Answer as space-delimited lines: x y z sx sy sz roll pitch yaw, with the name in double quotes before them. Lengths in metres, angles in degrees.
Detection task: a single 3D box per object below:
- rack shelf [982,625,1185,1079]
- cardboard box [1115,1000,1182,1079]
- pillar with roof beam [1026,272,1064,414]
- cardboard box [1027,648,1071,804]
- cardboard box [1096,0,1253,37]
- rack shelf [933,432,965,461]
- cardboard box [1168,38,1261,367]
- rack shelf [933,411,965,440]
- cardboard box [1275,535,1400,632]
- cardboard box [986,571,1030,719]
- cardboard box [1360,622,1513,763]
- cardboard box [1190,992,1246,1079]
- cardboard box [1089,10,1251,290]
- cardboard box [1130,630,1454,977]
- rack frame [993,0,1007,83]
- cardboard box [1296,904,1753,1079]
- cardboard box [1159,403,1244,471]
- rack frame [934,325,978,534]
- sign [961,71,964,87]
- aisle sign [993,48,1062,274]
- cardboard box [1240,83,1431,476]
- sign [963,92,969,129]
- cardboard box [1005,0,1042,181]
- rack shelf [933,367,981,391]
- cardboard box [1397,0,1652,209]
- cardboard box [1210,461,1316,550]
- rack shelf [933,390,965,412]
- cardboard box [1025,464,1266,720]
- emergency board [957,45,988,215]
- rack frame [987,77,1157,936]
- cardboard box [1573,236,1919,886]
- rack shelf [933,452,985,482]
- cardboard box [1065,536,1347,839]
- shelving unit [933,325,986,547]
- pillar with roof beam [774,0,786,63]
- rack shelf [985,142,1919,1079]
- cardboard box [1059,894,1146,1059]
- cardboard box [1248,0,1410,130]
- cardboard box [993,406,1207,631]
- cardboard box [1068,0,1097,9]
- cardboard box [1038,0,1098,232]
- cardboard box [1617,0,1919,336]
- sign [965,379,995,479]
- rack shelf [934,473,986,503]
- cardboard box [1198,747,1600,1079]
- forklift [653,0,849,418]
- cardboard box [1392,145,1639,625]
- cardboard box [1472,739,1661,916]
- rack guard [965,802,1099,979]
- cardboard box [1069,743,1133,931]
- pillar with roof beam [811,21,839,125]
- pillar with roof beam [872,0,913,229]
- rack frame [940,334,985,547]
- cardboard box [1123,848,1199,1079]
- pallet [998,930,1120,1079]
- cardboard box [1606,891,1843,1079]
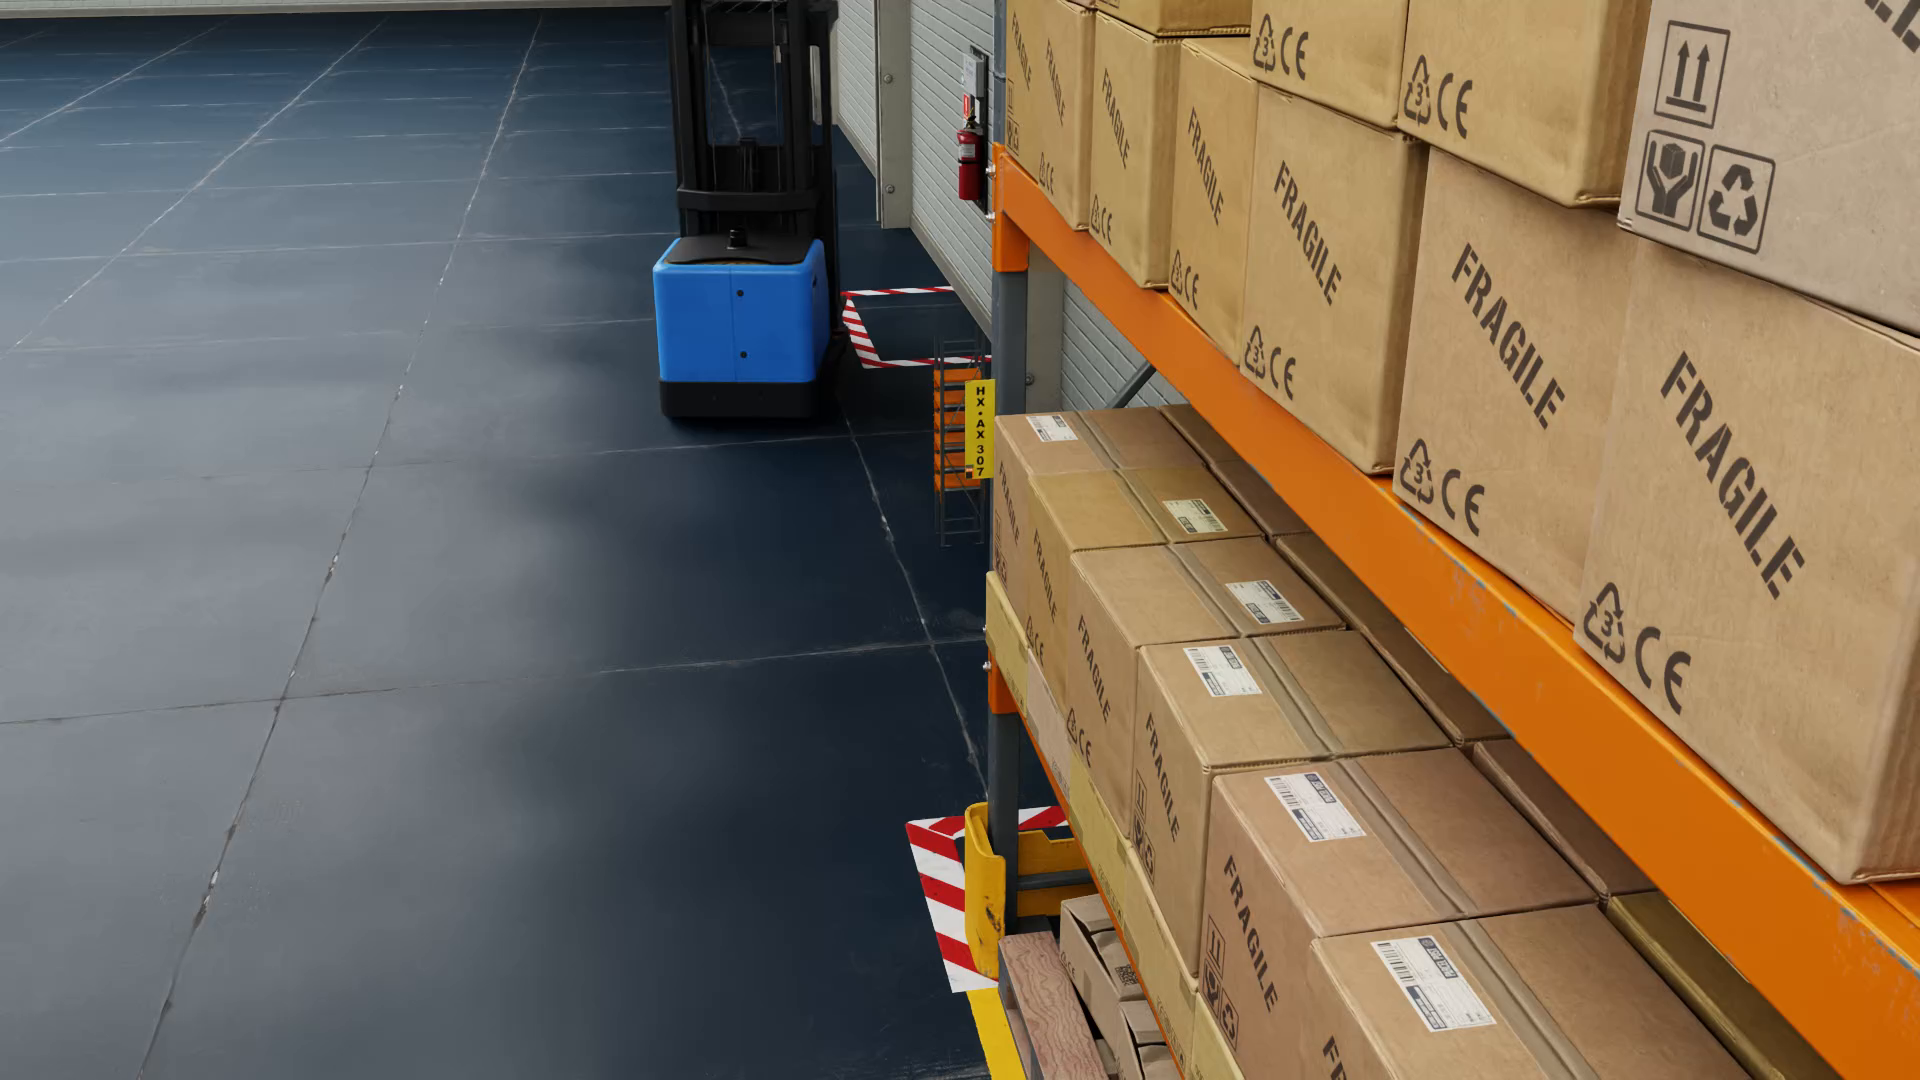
"rack shelf" 0.969 1.128 3.819 1.077 0.370 4.000 -4 24 -10
"cardboard box" 0.744 1.545 4.775 0.500 0.311 0.500 -2 24 -5
"pillar with roof beam" -3.762 -4.568 8.466 9.100 9.000 0.400 -4 24 -10
"cardboard box" 0.487 0.489 4.544 0.500 0.250 0.500 -5 24 -11
"cardboard box" 0.581 -1.305 3.344 0.500 0.500 0.500 -4 24 -8
"rack shelf" -0.003 -0.515 9.041 0.258 0.103 0.180 -4 24 -10
"cardboard box" 0.699 -0.641 3.073 0.500 0.500 0.500 -3 24 -6
"rack shelf" -0.003 -0.625 8.993 0.258 0.103 0.180 -4 24 -10
"cardboard box" 1.078 0.299 4.044 0.500 0.500 0.500 -5 24 -11
"cardboard box" 0.377 0.286 5.009 0.500 0.250 0.500 -5 24 -11
"cardboard box" 1.172 0.497 3.591 0.500 0.500 0.500 -4 24 -9
"cardboard box" 0.761 1.087 3.176 0.500 0.250 0.500 -4 24 -10
"cardboard box" 0.580 -0.851 3.552 0.500 0.500 0.500 -3 24 -7
"cardboard box" 0.670 0.538 3.496 0.500 0.500 0.500 -4 24 -8
"rack frame" 0.599 -2.738 4.276 1.000 3.000 0.127 -4 24 -10
"cardboard box" 0.850 0.941 2.572 0.500 0.500 0.500 -4 24 -10
"cardboard box" 0.895 -0.103 4.964 0.500 0.500 0.500 -5 24 -10
"rack frame" -0.020 -0.592 9.105 0.240 1.200 0.006 -4 24 -10
"sign" 0.041 -3.594 13.025 0.001 0.109 0.331 -4 24 -10
"aisle sign" 0.291 -1.186 4.970 0.394 0.787 0.004 -4 24 -10
"cardboard box" 0.782 -0.440 2.613 0.500 0.500 0.500 -5 24 -12
"sign" 0.049 -3.354 13.137 0.001 0.329 0.234 -4 24 -10
"cardboard box" 0.415 -1.268 4.509 0.500 0.500 0.500 -4 24 -8
"rack shelf" -0.003 -0.845 8.897 0.258 0.103 0.180 -4 24 -10
"cardboard box" 0.867 -0.696 1.950 0.500 0.500 0.500 -3 24 -7
"cardboard box" 0.979 0.095 4.509 0.500 0.500 0.500 -4 24 -9
"rack shelf" -0.003 -0.735 8.945 0.258 0.103 0.180 -4 24 -10
"cardboard box" 0.474 0.132 4.425 0.500 0.500 0.500 -4 24 -10
"emergency board" 0.050 -3.112 12.629 0.194 1.169 0.643 -4 24 -10
"rack frame" 0.599 0.011 5.477 1.000 3.000 0.127 -4 24 -10
"cardboard box" 1.002 -0.026 1.665 0.500 0.500 0.500 -4 24 -8
"rack shelf" -0.003 -0.405 9.089 0.258 0.103 0.180 -4 24 -10
"cardboard box" 0.563 0.336 3.959 0.500 0.500 0.500 -5 24 -11
"shelving unit" -0.003 -0.556 9.023 0.258 1.200 0.189 -4 24 -10
"pillar with roof beam" -7.090 -11.648 24.677 9.100 9.000 0.400 -4 24 -10
"rack shelf" 0.969 -0.247 3.219 1.077 0.370 4.000 -4 24 -10
"cardboard box" 0.639 1.321 5.288 0.500 0.311 0.500 -7 25 -16
"cardboard box" 0.761 -0.900 2.415 0.500 0.500 0.500 -5 24 -12
"cardboard box" 0.392 -0.063 4.872 0.500 0.500 0.500 -4 24 -10
"cardboard box" 0.475 -1.506 3.804 0.500 0.500 0.500 -5 24 -10
"cardboard box" 0.480 -1.055 4.019 0.500 0.500 0.500 -3 24 -6
"cardboard box" 0.980 -0.480 1.455 0.500 0.500 0.500 -6 24 -14
"sign" 0.066 -0.345 5.211 0.100 0.325 0.005 -4 24 -10
"rack shelf" -0.003 -0.295 9.137 0.258 0.103 0.180 -4 24 -10
"cardboard box" 0.767 0.743 3.027 0.500 0.500 0.500 -5 24 -11
"forklift" -1.409 -2.686 11.739 1.130 2.935 3.031 1 24 2
"cardboard box" 0.922 -0.225 2.120 0.500 0.500 0.500 -6 24 -14
"cardboard box" 1.279 0.700 3.125 0.500 0.500 0.500 -4 24 -8
"rack guard" 0.613 1.187 5.909 1.175 0.500 0.348 -4 24 -10
"cardboard box" 0.576 0.690 4.084 0.500 0.250 0.500 -5 24 -11
"pillar with roof beam" -5.980 -9.288 19.274 9.100 9.000 0.400 -4 24 -10
"pillar with roof beam" -4.871 -6.928 13.870 9.100 9.000 0.400 -4 24 -10
"rack frame" 0.014 -0.520 8.940 0.240 1.200 0.006 -4 24 -10
"cardboard box" 0.667 0.889 3.629 0.500 0.250 0.500 -4 24 -9
"pallet" 0.729 1.641 5.229 1.003 0.211 1.213 -4 24 -10
"cardboard box" 1.365 0.896 2.675 0.500 0.500 0.500 -4 24 -10
